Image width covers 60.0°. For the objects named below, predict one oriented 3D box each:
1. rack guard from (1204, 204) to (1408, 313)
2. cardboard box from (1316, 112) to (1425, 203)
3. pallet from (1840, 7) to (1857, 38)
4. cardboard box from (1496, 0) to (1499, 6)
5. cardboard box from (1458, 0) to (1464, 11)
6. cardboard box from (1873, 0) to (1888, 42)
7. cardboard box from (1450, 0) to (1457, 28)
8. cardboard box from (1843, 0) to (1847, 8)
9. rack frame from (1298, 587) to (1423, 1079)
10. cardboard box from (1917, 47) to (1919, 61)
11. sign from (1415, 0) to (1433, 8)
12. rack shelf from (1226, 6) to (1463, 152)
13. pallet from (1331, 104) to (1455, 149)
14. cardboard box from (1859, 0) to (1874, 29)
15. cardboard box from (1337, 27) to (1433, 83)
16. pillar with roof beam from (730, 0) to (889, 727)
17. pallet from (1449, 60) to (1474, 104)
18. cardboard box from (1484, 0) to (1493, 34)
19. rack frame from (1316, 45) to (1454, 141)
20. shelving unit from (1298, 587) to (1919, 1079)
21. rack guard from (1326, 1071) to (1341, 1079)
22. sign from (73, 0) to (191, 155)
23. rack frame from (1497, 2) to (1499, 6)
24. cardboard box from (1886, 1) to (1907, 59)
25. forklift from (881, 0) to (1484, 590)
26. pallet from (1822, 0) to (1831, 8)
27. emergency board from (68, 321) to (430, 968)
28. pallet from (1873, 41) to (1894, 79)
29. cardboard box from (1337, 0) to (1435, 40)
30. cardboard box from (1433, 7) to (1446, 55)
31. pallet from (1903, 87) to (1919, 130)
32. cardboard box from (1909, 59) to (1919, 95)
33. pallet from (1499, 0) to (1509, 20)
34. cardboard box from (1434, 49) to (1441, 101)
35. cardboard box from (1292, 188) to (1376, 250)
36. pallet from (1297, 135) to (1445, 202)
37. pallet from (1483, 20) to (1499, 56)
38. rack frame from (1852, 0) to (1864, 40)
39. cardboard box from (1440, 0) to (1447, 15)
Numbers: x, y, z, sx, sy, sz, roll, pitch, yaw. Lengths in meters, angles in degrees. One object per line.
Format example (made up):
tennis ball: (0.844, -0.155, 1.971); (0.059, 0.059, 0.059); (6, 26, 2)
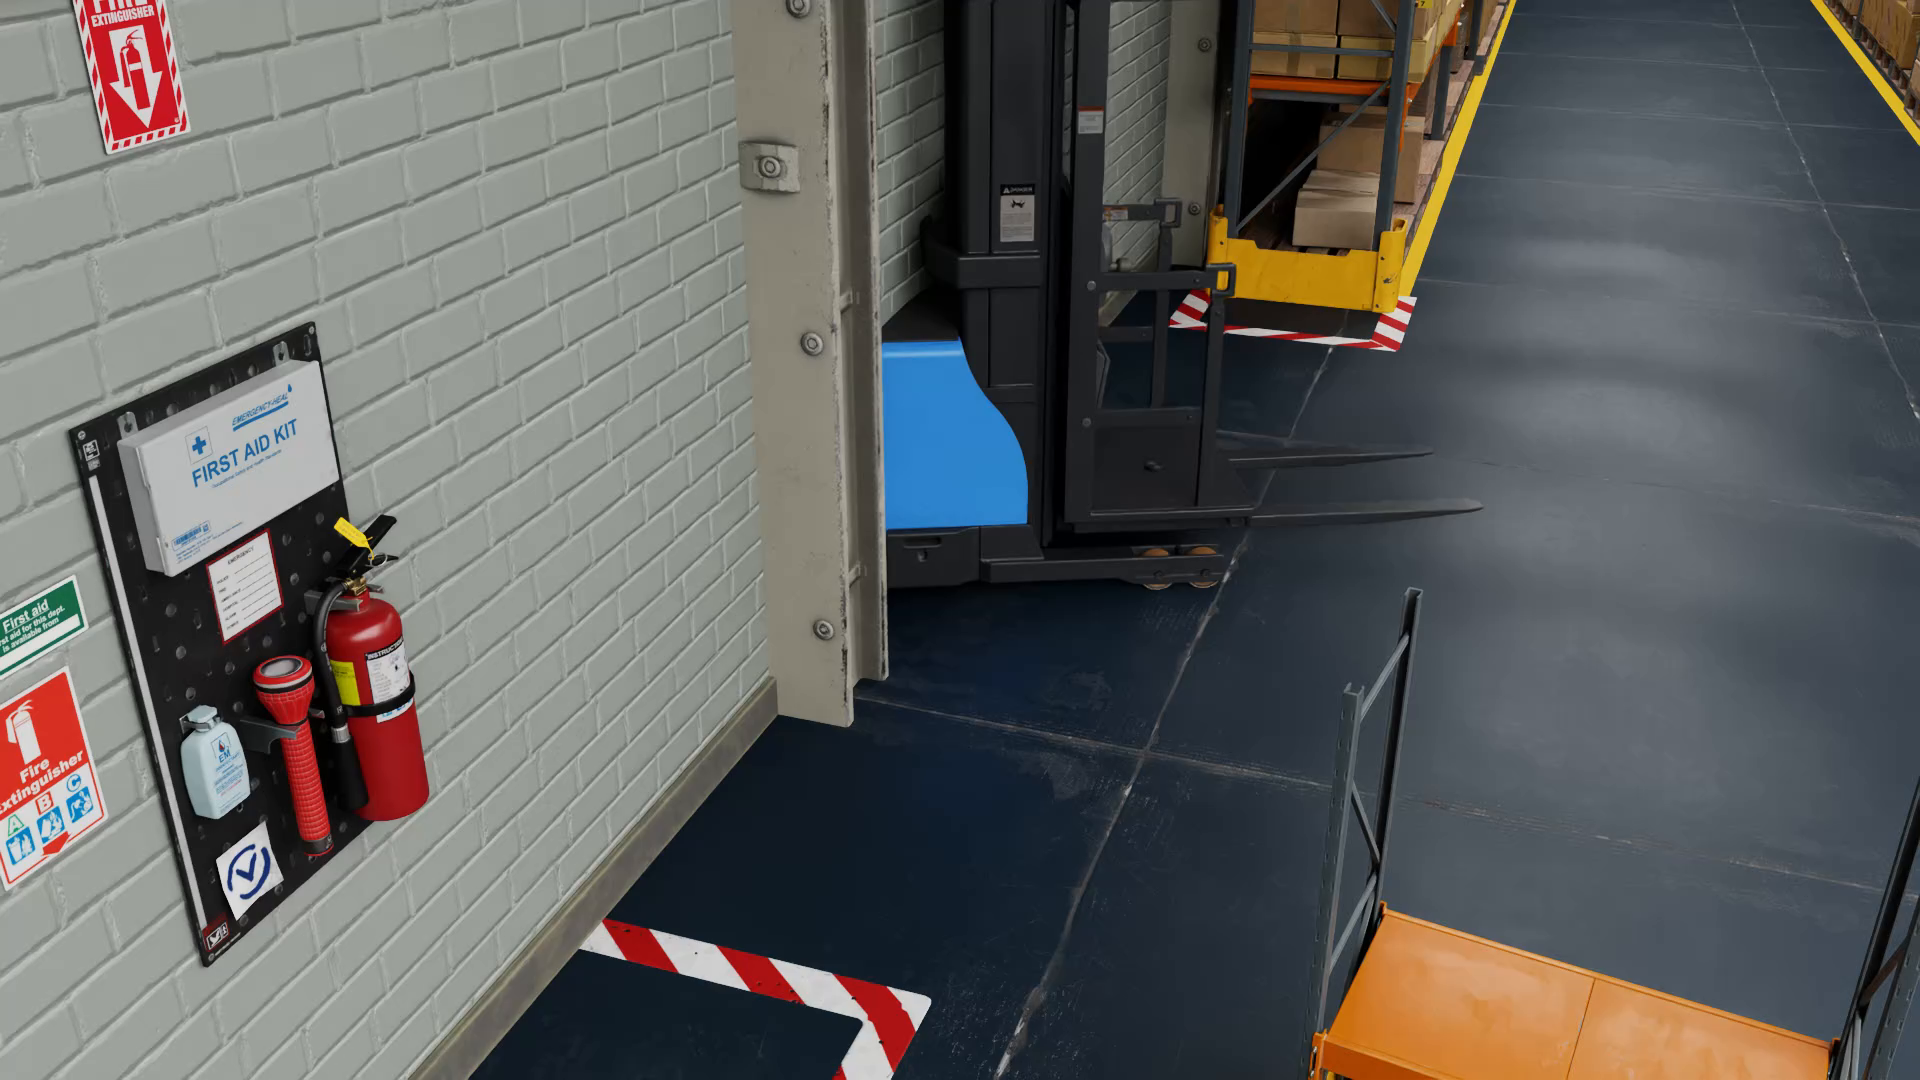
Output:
rack guard: (2.130, -1.750, 10.290); (1.175, 0.500, 0.348); (9, 27, 17)
cardboard box: (2.900, -2.716, 11.781); (0.700, 0.500, 0.500); (7, 27, 14)
pallet: (11.000, -6.085, 19.575); (1.003, 0.211, 1.213); (9, 27, 17)
cardboard box: (6.004, -6.710, 19.652); (0.750, 0.750, 0.750); (9, 27, 18)
cardboard box: (3.564, -4.190, 12.611); (0.500, 0.250, 0.500); (9, 27, 18)
cardboard box: (10.039, -5.542, 17.618); (0.500, 0.500, 0.500); (9, 27, 18)
cardboard box: (3.237, -3.778, 11.759); (0.500, 0.250, 0.500); (9, 27, 17)
cardboard box: (10.760, -6.411, 19.815); (0.380, 0.149, 0.250); (9, 27, 17)
rack frame: (0.868, 0.875, 3.721); (0.032, 1.500, 0.500); (13, 29, 25)
cardboard box: (8.988, -4.445, 15.019); (0.500, 0.311, 0.500); (10, 27, 19)
sign: (2.616, -3.154, 9.329); (0.100, 0.325, 0.005); (9, 27, 17)
rack shelf: (2.770, -3.341, 11.535); (1.077, 0.370, 4.000); (9, 27, 17)
pallet: (3.693, -3.552, 14.344); (1.003, 0.211, 1.213); (9, 27, 17)
cardboard box: (10.379, -5.967, 18.496); (0.500, 0.500, 0.500); (8, 27, 15)
cardboard box: (2.566, -2.939, 10.028); (0.500, 0.250, 0.500); (8, 27, 16)
pillar with roof beam: (3.584, -2.867, 2.844); (9.100, 9.000, 0.400); (9, 27, 17)
pallet: (4.505, -4.555, 16.415); (1.003, 0.211, 1.213); (9, 27, 17)
cardboard box: (5.432, -5.995, 18.174); (0.750, 0.750, 0.750); (9, 27, 17)
rack frame: (3.435, -4.487, 13.076); (1.000, 3.000, 0.127); (9, 27, 17)
shelving unit: (1.309, 0.978, 3.509); (1.083, 1.500, 0.587); (13, 29, 25)
rack guard: (0.870, 1.438, 3.993); (0.087, 0.250, 0.587); (13, 29, 25)
sign: (-1.430, -0.835, 2.873); (0.001, 0.298, 0.199); (9, 27, 17)
rack frame: (6.097, -7.775, 19.866); (1.000, 3.000, 0.127); (9, 27, 17)
cardboard box: (9.701, -5.118, 16.742); (0.500, 0.500, 0.500); (8, 27, 16)
forklift: (0.676, -1.342, 6.658); (3.031, 2.935, 1.130); (-2, 26, -5)
pallet: (11.811, -7.087, 21.646); (1.003, 0.211, 1.213); (9, 27, 17)
emergency board: (-1.334, 0.219, 3.355); (0.194, 1.169, 0.643); (9, 27, 17)
pallet: (10.131, -4.960, 17.252); (1.003, 0.211, 1.213); (9, 27, 17)
cardboard box: (2.547, -3.275, 9.861); (0.500, 0.500, 0.500); (9, 27, 18)
cardboard box: (2.901, -3.363, 10.903); (0.500, 0.250, 0.500); (8, 27, 17)
pallet: (9.128, -3.826, 14.911); (1.003, 0.211, 1.213); (9, 27, 17)
cardboard box: (8.988, -4.193, 15.141); (0.500, 0.250, 0.500); (9, 27, 17)
pallet: (6.424, -6.821, 21.095); (1.003, 0.211, 1.213); (9, 27, 17)
cardboard box: (3.997, -4.288, 15.029); (0.700, 0.500, 0.500); (9, 27, 18)
cardboard box: (2.419, -2.102, 10.731); (0.500, 0.311, 0.500); (6, 26, 12)
pallet: (3.245, -2.951, 13.103); (1.003, 0.211, 1.213); (9, 27, 17)
pallet: (5.507, -5.689, 18.757); (1.003, 0.211, 1.213); (9, 27, 17)
rack frame: (10.770, -7.058, 18.385); (1.000, 3.000, 0.127); (9, 27, 17)
cardboard box: (2.898, -3.688, 10.714); (0.500, 0.500, 0.500); (8, 27, 16)
